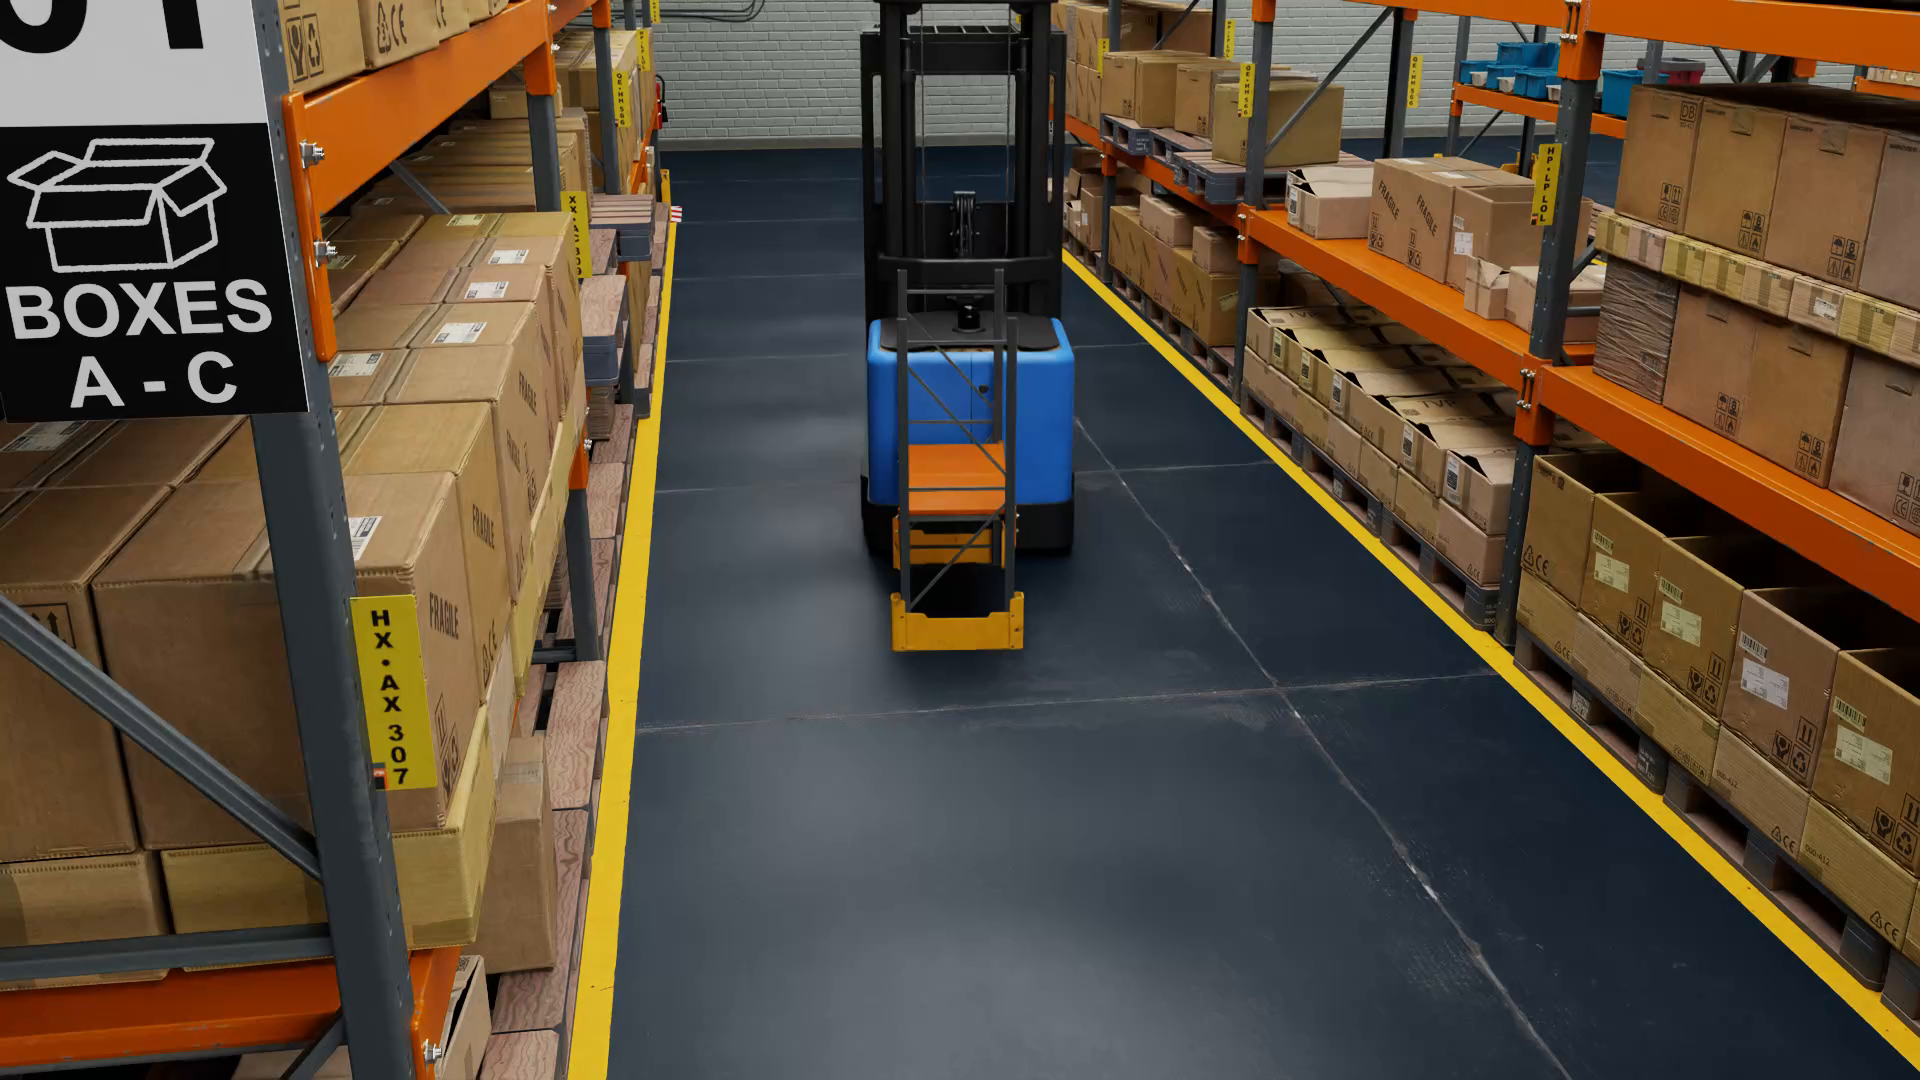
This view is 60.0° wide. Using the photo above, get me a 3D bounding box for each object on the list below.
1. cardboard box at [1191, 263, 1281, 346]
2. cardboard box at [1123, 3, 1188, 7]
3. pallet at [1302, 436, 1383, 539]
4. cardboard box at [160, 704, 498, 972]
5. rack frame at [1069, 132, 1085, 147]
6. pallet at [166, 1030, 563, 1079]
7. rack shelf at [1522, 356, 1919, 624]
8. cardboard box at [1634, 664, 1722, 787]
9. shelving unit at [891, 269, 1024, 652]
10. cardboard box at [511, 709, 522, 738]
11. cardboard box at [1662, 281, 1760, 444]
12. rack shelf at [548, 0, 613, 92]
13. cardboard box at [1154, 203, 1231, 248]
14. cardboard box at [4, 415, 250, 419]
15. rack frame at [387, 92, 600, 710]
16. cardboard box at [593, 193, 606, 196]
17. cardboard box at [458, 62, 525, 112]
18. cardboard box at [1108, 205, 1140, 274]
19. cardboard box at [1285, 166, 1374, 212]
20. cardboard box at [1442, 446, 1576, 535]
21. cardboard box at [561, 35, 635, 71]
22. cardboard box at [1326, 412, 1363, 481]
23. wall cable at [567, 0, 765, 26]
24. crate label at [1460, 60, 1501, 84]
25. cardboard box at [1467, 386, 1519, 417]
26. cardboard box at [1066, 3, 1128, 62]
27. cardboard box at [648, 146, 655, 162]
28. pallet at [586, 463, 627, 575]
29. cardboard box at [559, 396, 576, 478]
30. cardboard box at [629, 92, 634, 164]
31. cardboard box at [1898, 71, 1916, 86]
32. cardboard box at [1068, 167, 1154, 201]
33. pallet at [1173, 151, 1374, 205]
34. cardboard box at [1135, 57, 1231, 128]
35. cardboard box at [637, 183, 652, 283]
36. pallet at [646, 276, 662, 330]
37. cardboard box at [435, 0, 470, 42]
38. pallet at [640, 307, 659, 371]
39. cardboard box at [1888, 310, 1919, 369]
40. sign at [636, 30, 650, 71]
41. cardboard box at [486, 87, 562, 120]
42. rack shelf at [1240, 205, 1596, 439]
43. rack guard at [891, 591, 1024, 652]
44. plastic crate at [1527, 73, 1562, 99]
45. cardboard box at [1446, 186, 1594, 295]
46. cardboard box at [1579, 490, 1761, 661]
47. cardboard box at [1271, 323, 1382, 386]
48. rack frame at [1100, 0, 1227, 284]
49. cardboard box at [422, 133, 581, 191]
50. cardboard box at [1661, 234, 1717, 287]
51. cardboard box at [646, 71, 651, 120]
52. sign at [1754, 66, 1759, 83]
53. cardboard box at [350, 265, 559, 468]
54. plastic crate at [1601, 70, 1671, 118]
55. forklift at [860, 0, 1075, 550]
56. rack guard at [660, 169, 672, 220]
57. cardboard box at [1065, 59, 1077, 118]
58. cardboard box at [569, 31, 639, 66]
[{"bbox_3d":[1.972,-1.697,11.918,0.500,0.500,0.500,-2,21,-6],"label":"cardboard box"},{"bbox_3d":[1.825,-4.784,15.667,0.500,0.500,0.500,-4,21,-9],"label":"cardboard box"},{"bbox_3d":[2.592,-0.336,9.313,1.003,0.211,1.213,-3,21,-8],"label":"pallet"},{"bbox_3d":[-1.165,0.547,3.151,0.500,0.250,0.500,-4,21,-9],"label":"cardboard box"},{"bbox_3d":[1.186,-5.120,18.138,1.000,3.000,0.127,-3,21,-8],"label":"rack frame"},{"bbox_3d":[-1.502,1.668,3.950,1.003,0.211,1.213,-3,21,-8],"label":"pallet"},{"bbox_3d":[3.204,0.064,5.286,1.077,0.370,4.000,-3,21,-8],"label":"rack shelf"},{"bbox_3d":[2.817,0.649,6.022,0.500,0.250,0.500,-3,21,-8],"label":"cardboard box"},{"bbox_3d":[-0.028,-0.397,7.636,0.587,1.500,1.083,-1,20,-2],"label":"shelving unit"},{"bbox_3d":[-1.797,0.608,5.745,0.500,0.500,0.500,-4,21,-12],"label":"cardboard box"},{"bbox_3d":[3.068,-0.677,6.098,0.700,0.500,0.500,-3,21,-8],"label":"cardboard box"},{"bbox_3d":[-2.274,-2.475,7.796,1.077,0.370,4.000,-3,21,-8],"label":"rack shelf"},{"bbox_3d":[1.808,-2.422,12.786,0.500,0.250,0.500,-3,21,-9],"label":"cardboard box"},{"bbox_3d":[-1.829,-0.126,3.880,0.500,0.500,0.500,-3,21,-9],"label":"cardboard box"},{"bbox_3d":[-1.986,-0.714,6.341,1.000,3.000,0.127,-3,21,-8],"label":"rack frame"},{"bbox_3d":[-2.381,-2.117,10.426,0.380,0.149,0.250,-3,21,-9],"label":"cardboard box"},{"bbox_3d":[-2.884,-2.790,10.231,0.500,0.250,0.500,-2,21,-6],"label":"cardboard box"},{"bbox_3d":[1.591,-2.591,14.309,0.500,0.500,0.500,-4,21,-10],"label":"cardboard box"},{"bbox_3d":[2.348,-2.180,10.394,0.500,0.311,0.500,-2,21,-4],"label":"cardboard box"},{"bbox_3d":[2.574,-0.262,7.660,0.500,0.311,0.500,-3,21,-8],"label":"cardboard box"},{"bbox_3d":[-2.754,-3.705,12.679,0.500,0.250,0.500,-2,21,-7],"label":"cardboard box"},{"bbox_3d":[2.352,-0.532,9.182,0.500,0.250,0.500,-2,21,-7],"label":"cardboard box"},{"bbox_3d":[-4.177,-8.201,22.250,3.097,2.526,0.112,-3,21,-8],"label":"wall cable"},{"bbox_3d":[5.798,-5.216,18.549,0.416,0.233,0.303,-3,21,-8],"label":"crate label"},{"bbox_3d":[2.960,-0.645,8.684,0.500,0.311,0.500,-4,21,-10],"label":"cardboard box"},{"bbox_3d":[1.284,-4.764,15.613,0.500,0.500,0.500,-3,21,-7],"label":"cardboard box"},{"bbox_3d":[-3.317,-3.926,16.986,0.380,0.149,0.250,-3,21,-8],"label":"cardboard box"},{"bbox_3d":[-2.279,-0.101,8.684,1.003,0.211,1.213,-3,21,-8],"label":"pallet"},{"bbox_3d":[-1.554,-0.332,5.503,0.500,0.250,0.500,-3,21,-8],"label":"cardboard box"},{"bbox_3d":[-2.516,-2.829,11.408,0.500,0.500,0.500,-3,21,-8],"label":"cardboard box"},{"bbox_3d":[10.790,-5.184,18.668,0.380,0.149,0.250,-3,21,-9],"label":"cardboard box"},{"bbox_3d":[1.487,-3.422,16.531,0.797,0.503,0.637,-3,21,-8],"label":"cardboard box"},{"bbox_3d":[2.172,-2.492,11.374,1.213,0.211,1.003,-3,21,-8],"label":"pallet"},{"bbox_3d":[1.771,-3.569,13.241,0.700,0.500,0.500,0,20,1],"label":"cardboard box"},{"bbox_3d":[-2.917,-2.455,13.475,0.750,0.750,0.750,-3,21,-7],"label":"cardboard box"},{"bbox_3d":[-2.953,-1.914,13.540,1.003,0.211,1.213,-3,21,-8],"label":"pallet"},{"bbox_3d":[-1.331,-1.286,3.415,0.500,0.500,0.500,-2,21,-5],"label":"cardboard box"},{"bbox_3d":[-2.774,-1.491,12.407,1.003,0.211,1.213,-3,21,-8],"label":"pallet"},{"bbox_3d":[3.023,-0.591,4.941,0.380,0.149,0.250,-3,21,-8],"label":"cardboard box"},{"bbox_3d":[-2.603,-4.020,13.651,0.100,0.325,0.005,-3,21,-8],"label":"sign"},{"bbox_3d":[-2.422,-2.427,9.229,0.380,0.149,0.250,-6,21,-17],"label":"cardboard box"},{"bbox_3d":[2.627,-1.321,8.994,1.077,0.370,4.000,-3,21,-8],"label":"rack shelf"},{"bbox_3d":[-0.012,0.363,7.388,0.587,0.250,0.087,-1,20,-2],"label":"rack guard"},{"bbox_3d":[6.031,-4.657,17.050,0.416,0.233,0.300,-3,21,-8],"label":"plastic crate"},{"bbox_3d":[2.745,-1.461,8.199,0.500,0.500,0.500,-1,21,-4],"label":"cardboard box"},{"bbox_3d":[2.753,0.124,6.356,0.500,0.500,0.500,-3,21,-8],"label":"cardboard box"},{"bbox_3d":[2.208,-1.144,10.020,0.500,0.311,0.500,-3,21,-9],"label":"cardboard box"},{"bbox_3d":[1.762,-3.735,14.430,1.000,3.000,0.127,-3,21,-8],"label":"rack frame"},{"bbox_3d":[-2.283,-1.760,8.369,0.700,0.500,0.500,-3,21,-8],"label":"cardboard box"},{"bbox_3d":[2.838,-1.037,6.136,0.380,0.149,0.250,-3,21,-9],"label":"cardboard box"},{"bbox_3d":[-3.415,-4.318,15.561,0.980,0.700,0.700,-4,21,-10],"label":"cardboard box"},{"bbox_3d":[7.209,-4.141,15.119,0.100,0.325,0.005,-3,21,-8],"label":"sign"},{"bbox_3d":[-1.472,-0.509,4.906,0.500,0.500,0.500,-4,21,-9],"label":"cardboard box"},{"bbox_3d":[6.260,-4.149,15.474,0.392,0.384,0.575,-3,21,-8],"label":"plastic crate"},{"bbox_3d":[0.009,-1.788,9.314,1.130,2.935,3.031,-1,20,-2],"label":"forklift"},{"bbox_3d":[-3.719,-3.706,17.925,1.175,0.500,0.348,-3,21,-8],"label":"rack guard"},{"bbox_3d":[1.285,-4.298,15.795,0.500,0.500,0.500,-2,21,-7],"label":"cardboard box"},{"bbox_3d":[-2.818,-3.882,13.155,0.500,0.250,0.500,-2,21,-6],"label":"cardboard box"}]
